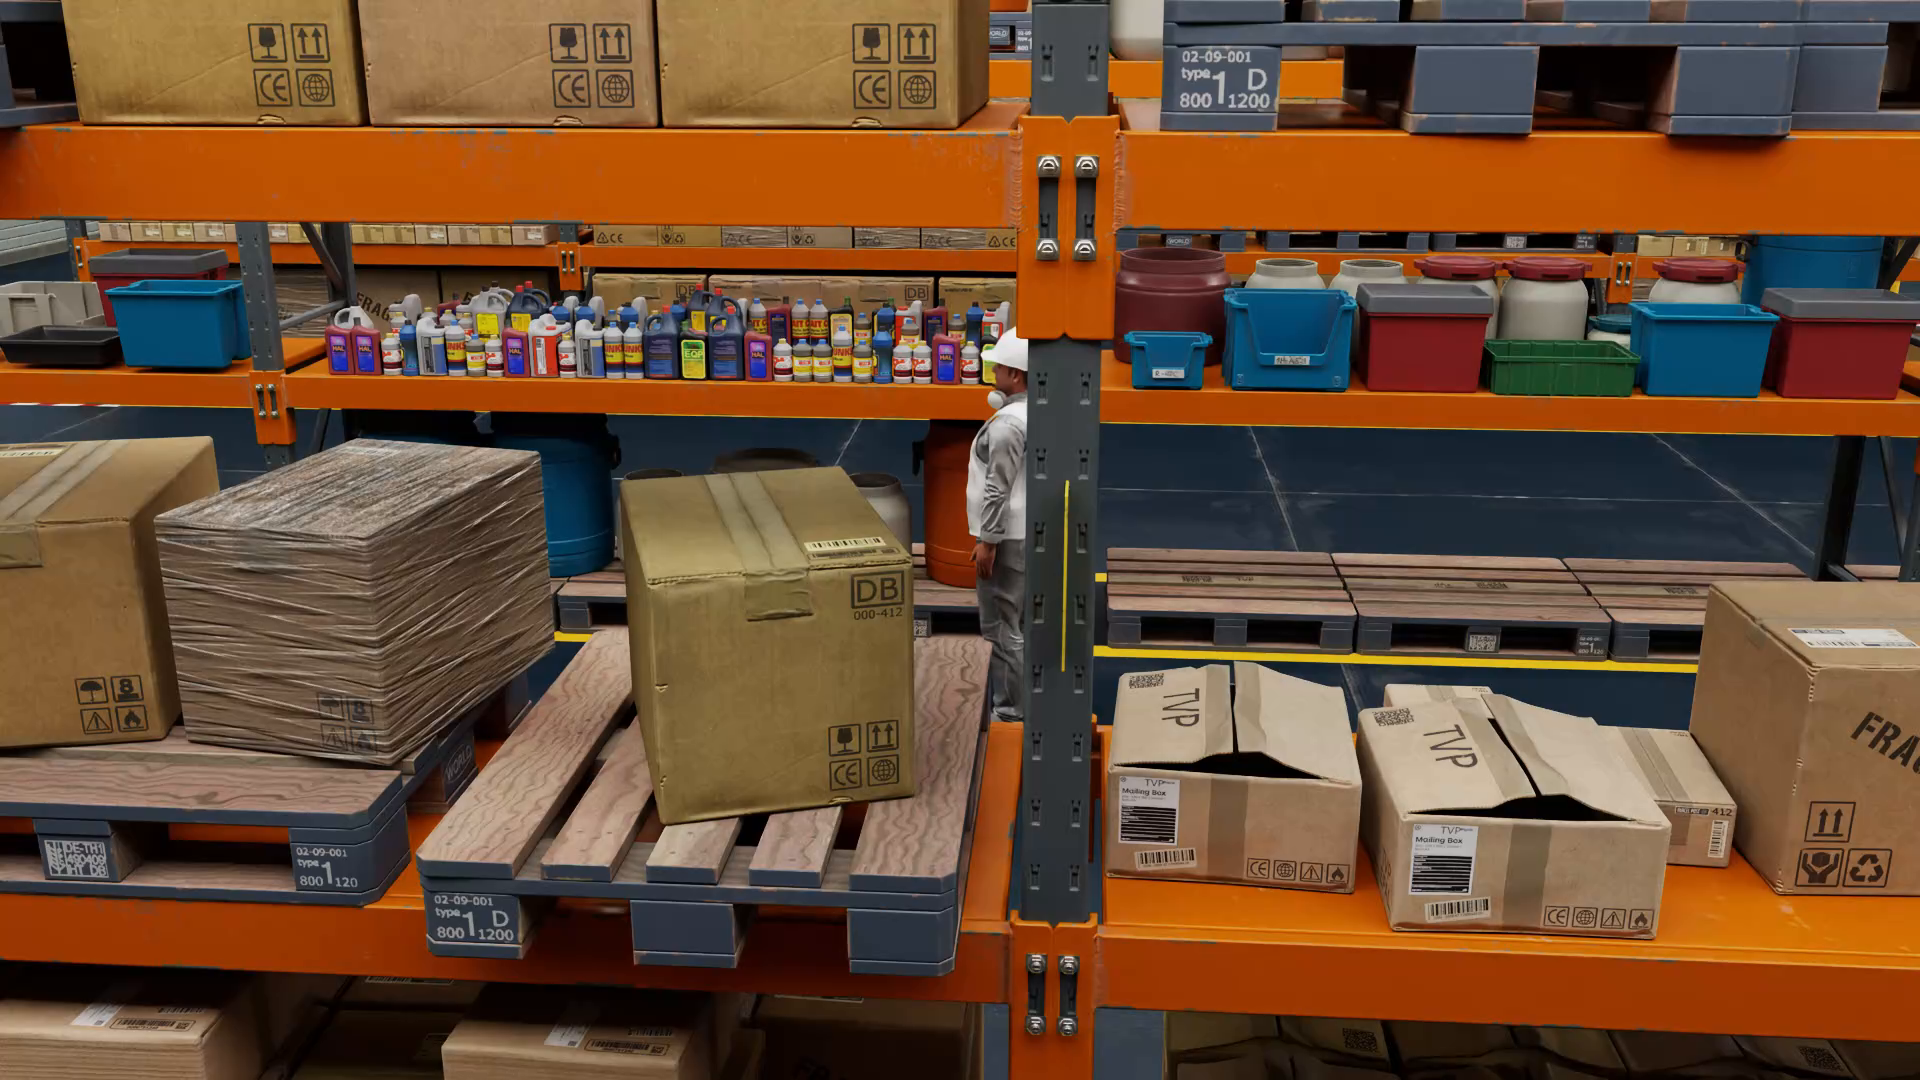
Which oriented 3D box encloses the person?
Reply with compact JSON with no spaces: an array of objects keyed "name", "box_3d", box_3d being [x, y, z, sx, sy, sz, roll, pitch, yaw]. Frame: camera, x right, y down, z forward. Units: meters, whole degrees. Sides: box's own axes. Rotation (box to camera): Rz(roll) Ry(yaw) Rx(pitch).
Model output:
[{"name":"person","box_3d":[0.222,-0.033,7.115,0.358,1.771,0.530,9,19,26]}]
